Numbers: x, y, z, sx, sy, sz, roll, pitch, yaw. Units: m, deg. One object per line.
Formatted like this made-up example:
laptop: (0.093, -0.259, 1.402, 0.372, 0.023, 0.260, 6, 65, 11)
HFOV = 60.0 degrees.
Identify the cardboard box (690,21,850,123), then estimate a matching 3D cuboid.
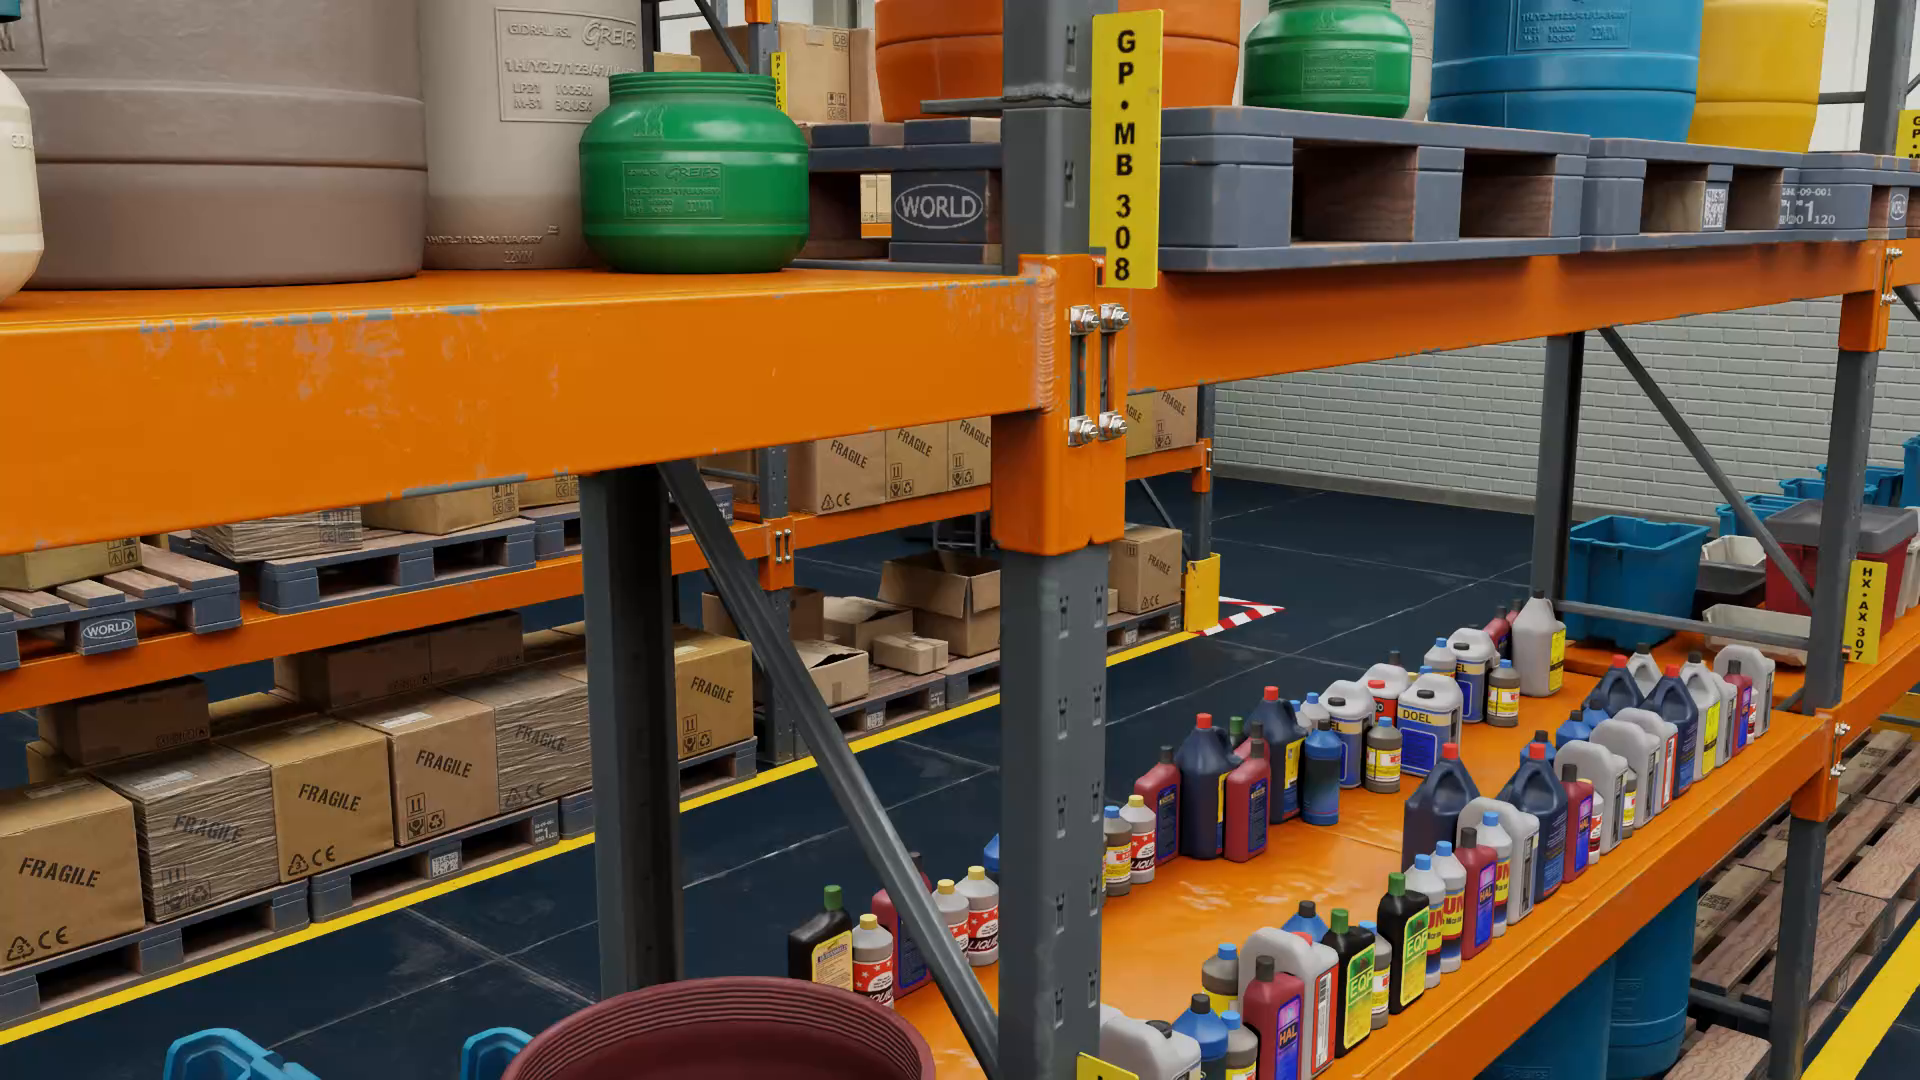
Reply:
cardboard box: (-1.004, -2.437, 8.788, 0.700, 0.500, 0.500, 10, 15, 40)

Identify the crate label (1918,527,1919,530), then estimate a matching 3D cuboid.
crate label: (4.293, 0.030, 7.421, 0.396, 0.136, 0.243, 10, 15, 40)

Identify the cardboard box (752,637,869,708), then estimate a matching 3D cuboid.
cardboard box: (-0.856, 0.719, 9.196, 0.500, 0.311, 0.500, 10, 15, 40)

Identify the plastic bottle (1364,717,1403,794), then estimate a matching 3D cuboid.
plastic bottle: (1.172, 0.591, 4.603, 0.097, 0.201, 0.097, 0, 11, 0)

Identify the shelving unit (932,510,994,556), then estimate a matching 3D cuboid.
shelving unit: (0.034, -0.902, 13.869, 0.431, 2.100, 0.503, 3, 12, 15)

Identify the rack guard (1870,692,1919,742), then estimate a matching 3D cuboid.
rack guard: (5.069, 0.923, 8.815, 1.175, 0.500, 0.348, 10, 15, 40)

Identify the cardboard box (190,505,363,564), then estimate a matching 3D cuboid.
cardboard box: (-2.858, -0.234, 6.896, 0.500, 0.500, 0.700, -9, 14, -37)

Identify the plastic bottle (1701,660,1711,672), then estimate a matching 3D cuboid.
plastic bottle: (2.299, 0.475, 5.184, 0.097, 0.201, 0.097, 0, 11, 0)

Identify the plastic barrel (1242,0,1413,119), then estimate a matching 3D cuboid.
plastic barrel: (0.654, -0.848, 2.963, 0.294, 0.245, 0.294, 0, 11, 0)

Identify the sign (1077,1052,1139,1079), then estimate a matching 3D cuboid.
sign: (0.200, 0.869, 2.284, 0.100, 0.325, 0.005, 10, 15, 40)

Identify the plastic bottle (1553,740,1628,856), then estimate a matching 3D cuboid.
plastic bottle: (1.589, 0.633, 4.199, 0.152, 0.276, 0.135, 10, 15, 40)

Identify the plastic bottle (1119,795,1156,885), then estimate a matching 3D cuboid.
plastic bottle: (0.421, 0.713, 3.990, 0.097, 0.201, 0.097, 0, 11, 0)

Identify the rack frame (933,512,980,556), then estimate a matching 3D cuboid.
rack frame: (-0.030, -0.856, 13.638, 0.400, 2.100, 0.015, 3, 12, 15)

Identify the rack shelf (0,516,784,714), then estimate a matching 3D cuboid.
rack shelf: (-2.616, 0.297, 7.404, 1.077, 0.370, 4.000, 10, 15, 40)

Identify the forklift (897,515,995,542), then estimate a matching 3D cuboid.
forklift: (0.330, -1.656, 15.517, 1.130, 2.935, 3.031, 3, 12, 15)

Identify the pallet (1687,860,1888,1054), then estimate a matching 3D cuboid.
pallet: (2.879, 1.545, 6.437, 1.003, 0.211, 1.213, 10, 15, 40)

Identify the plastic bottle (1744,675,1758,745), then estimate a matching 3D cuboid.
plastic bottle: (2.349, 0.509, 5.014, 0.097, 0.201, 0.097, 0, 11, 0)

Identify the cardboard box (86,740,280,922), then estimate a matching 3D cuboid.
cardboard box: (-3.080, 1.141, 6.601, 0.500, 0.500, 0.500, 9, 14, 38)

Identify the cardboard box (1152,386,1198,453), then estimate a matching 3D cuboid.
cardboard box: (1.253, -0.887, 11.237, 0.500, 0.500, 0.500, 10, 15, 42)

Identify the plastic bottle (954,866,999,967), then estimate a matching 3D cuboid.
plastic bottle: (0.035, 0.799, 3.559, 0.097, 0.201, 0.097, 0, 11, 0)

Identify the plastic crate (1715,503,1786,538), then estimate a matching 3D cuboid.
plastic crate: (3.585, -0.013, 7.395, 0.416, 0.233, 0.300, 10, 15, 40)

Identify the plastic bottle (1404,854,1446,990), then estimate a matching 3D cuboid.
plastic bottle: (0.953, 0.785, 3.450, 0.097, 0.271, 0.097, 0, 11, 0)

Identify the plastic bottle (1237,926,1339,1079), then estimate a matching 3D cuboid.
plastic bottle: (0.616, 0.850, 3.113, 0.152, 0.276, 0.135, 10, 15, 40)

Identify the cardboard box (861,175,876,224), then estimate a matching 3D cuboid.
cardboard box: (-0.789, -1.787, 8.725, 0.500, 0.250, 0.500, 10, 15, 40)

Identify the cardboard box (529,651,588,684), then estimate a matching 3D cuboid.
cardboard box: (-1.739, 0.841, 8.101, 0.500, 0.500, 0.500, 10, 15, 41)

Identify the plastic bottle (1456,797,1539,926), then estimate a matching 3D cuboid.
plastic bottle: (1.226, 0.714, 3.794, 0.152, 0.276, 0.135, 10, 15, 40)

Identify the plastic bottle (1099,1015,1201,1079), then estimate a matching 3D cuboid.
plastic bottle: (0.310, 0.918, 2.773, 0.152, 0.276, 0.135, 10, 15, 40)

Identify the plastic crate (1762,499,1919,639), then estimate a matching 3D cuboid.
plastic crate: (3.200, 0.131, 6.081, 0.402, 0.464, 0.583, 10, 15, 40)

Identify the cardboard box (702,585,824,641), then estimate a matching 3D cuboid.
cardboard box: (-1.133, 0.539, 9.612, 0.500, 0.500, 0.500, 10, 15, 40)

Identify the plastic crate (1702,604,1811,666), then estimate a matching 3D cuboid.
plastic crate: (2.837, 0.341, 5.868, 0.396, 0.136, 0.243, 10, 15, 40)

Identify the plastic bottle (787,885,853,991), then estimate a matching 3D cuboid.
plastic bottle: (-0.271, 0.822, 3.236, 0.061, 0.283, 0.133, 10, 15, 40)

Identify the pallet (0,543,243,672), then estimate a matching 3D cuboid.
pallet: (-3.542, 0.224, 6.424, 1.213, 0.211, 1.003, 10, 15, 40)

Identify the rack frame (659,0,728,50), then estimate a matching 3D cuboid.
rack frame: (-2.379, -4.521, 14.369, 1.000, 3.000, 0.127, 10, 15, 40)

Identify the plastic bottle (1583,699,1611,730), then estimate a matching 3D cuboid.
plastic bottle: (1.725, 0.568, 4.537, 0.097, 0.271, 0.097, 0, 11, 0)

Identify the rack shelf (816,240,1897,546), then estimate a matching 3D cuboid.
rack shelf: (1.102, -0.533, 3.901, 1.077, 0.370, 4.000, 10, 15, 40)

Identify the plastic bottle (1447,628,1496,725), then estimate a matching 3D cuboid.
plastic bottle: (1.589, 0.424, 5.246, 0.152, 0.276, 0.135, 10, 15, 40)

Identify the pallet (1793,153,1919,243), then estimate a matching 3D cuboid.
pallet: (1.978, -0.960, 4.681, 1.213, 0.211, 1.003, 10, 15, 40)

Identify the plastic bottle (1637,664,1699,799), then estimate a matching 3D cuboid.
plastic bottle: (1.940, 0.520, 4.577, 0.144, 0.351, 0.185, 10, 15, 40)

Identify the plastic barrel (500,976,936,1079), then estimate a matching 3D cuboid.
plastic barrel: (-0.297, 0.920, 2.100, 0.600, 0.536, 0.708, 10, 15, 40)

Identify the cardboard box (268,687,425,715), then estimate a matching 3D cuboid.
cardboard box: (-2.812, 0.926, 7.674, 0.500, 0.500, 0.500, 9, 14, 38)

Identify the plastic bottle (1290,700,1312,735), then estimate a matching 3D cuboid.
plastic bottle: (0.905, 0.571, 4.523, 0.097, 0.271, 0.097, 0, 11, 0)

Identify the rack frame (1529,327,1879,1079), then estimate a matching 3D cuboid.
rack frame: (2.422, 0.291, 5.597, 1.000, 3.000, 0.127, 10, 15, 40)

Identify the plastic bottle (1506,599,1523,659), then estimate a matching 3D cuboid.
plastic bottle: (1.860, 0.347, 5.615, 0.061, 0.283, 0.133, 10, 15, 40)

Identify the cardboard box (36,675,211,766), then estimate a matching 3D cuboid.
cardboard box: (-3.461, 0.704, 6.873, 0.500, 0.250, 0.500, 11, 15, 42)

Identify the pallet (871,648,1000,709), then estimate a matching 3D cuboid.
pallet: (-0.037, 0.736, 10.488, 1.003, 0.211, 1.213, 10, 15, 40)

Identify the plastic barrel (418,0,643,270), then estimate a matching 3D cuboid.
plastic barrel: (-0.653, -0.640, 2.316, 0.421, 0.512, 0.421, 0, 11, 0)

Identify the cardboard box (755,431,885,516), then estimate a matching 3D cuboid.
cardboard box: (-0.755, -0.439, 8.996, 0.500, 0.500, 0.500, 10, 15, 42)

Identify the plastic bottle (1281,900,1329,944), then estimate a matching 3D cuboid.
plastic bottle: (0.667, 0.831, 3.221, 0.097, 0.271, 0.097, 0, 11, 0)

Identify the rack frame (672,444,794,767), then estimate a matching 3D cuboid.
rack frame: (-1.296, -0.350, 8.807, 1.000, 3.000, 0.127, 10, 15, 40)
